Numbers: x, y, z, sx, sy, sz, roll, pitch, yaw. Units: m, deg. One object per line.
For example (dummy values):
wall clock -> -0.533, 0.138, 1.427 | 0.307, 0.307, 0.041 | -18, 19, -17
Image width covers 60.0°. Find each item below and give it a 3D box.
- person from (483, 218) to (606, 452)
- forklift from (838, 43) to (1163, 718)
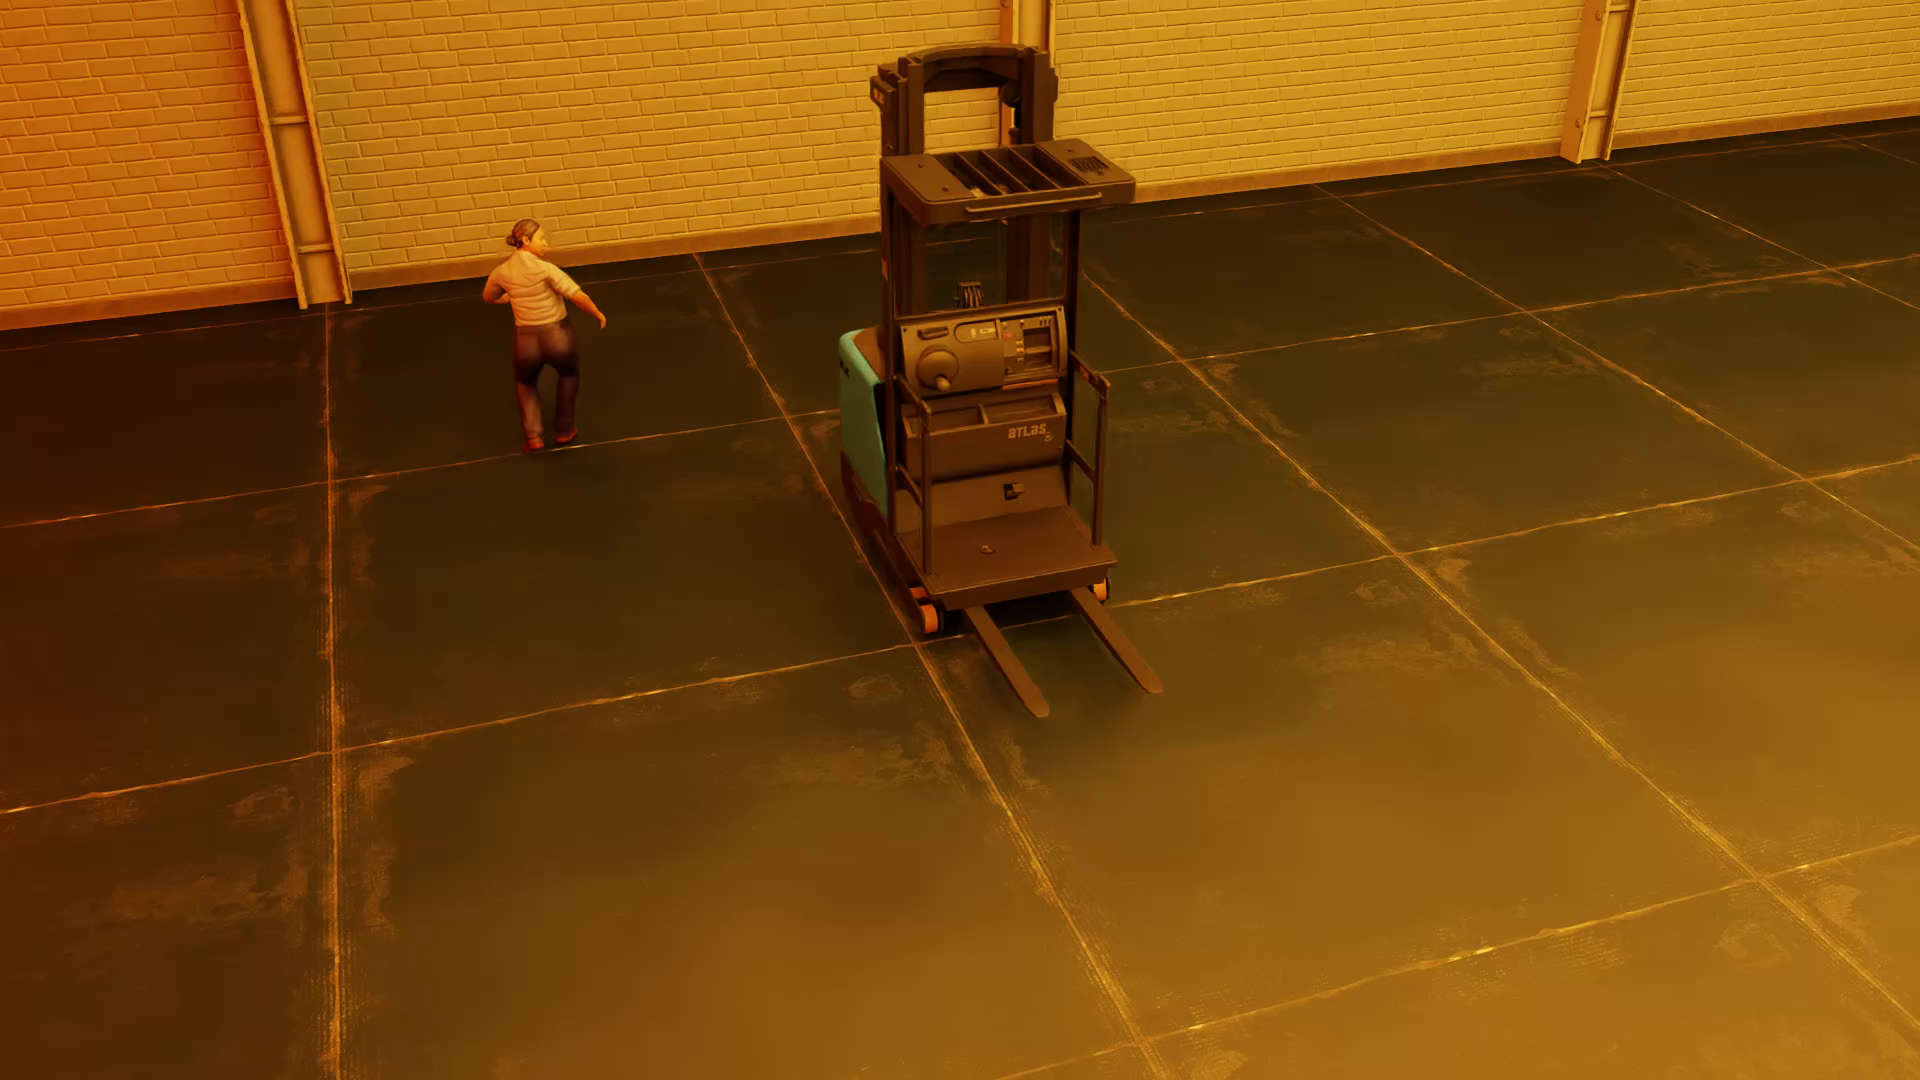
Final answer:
person -> -2.689, -1.349, 10.817 | 0.760, 1.551, 0.705 | -1, 30, -1
forklift -> 0.205, -0.983, 8.795 | 1.130, 2.935, 3.031 | -10, 31, -16
